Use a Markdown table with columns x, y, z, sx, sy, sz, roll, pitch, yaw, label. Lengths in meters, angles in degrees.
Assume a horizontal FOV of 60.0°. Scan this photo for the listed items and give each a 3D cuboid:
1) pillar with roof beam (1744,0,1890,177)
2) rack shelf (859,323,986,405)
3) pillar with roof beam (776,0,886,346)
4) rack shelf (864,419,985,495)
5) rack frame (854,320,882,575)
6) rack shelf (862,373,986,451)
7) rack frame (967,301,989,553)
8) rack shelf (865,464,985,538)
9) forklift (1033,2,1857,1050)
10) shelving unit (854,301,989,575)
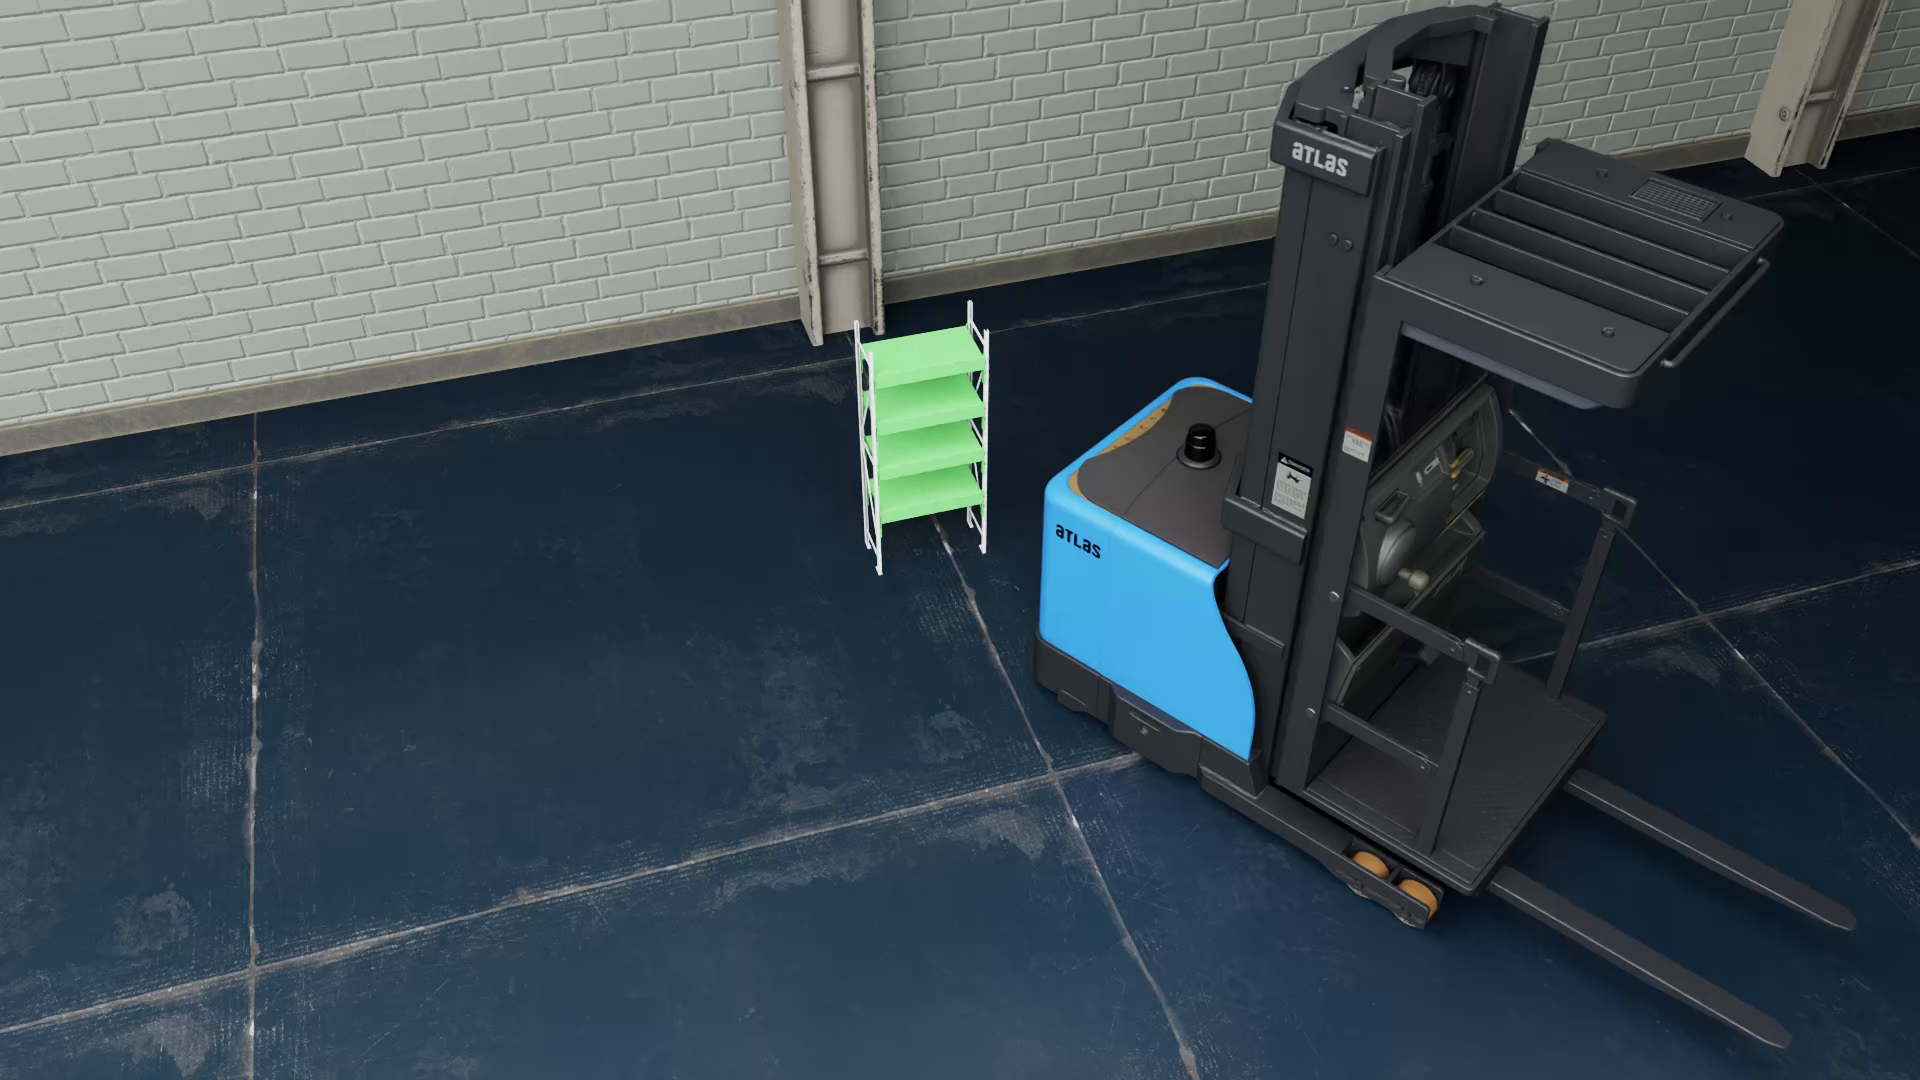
| x | y | z | sx | sy | sz | roll | pitch | yaw | label |
| --- | --- | --- | --- | --- | --- | --- | --- | --- | --- |
| 6.385 | -3.031 | 4.229 | 0.400 | 9.000 | 9.100 | -12 | 42 | -13 | pillar with roof beam |
| -0.158 | -0.732 | 6.894 | 0.480 | 0.148 | 0.258 | -12 | 42 | -13 | rack shelf |
| 0.662 | -1.845 | 2.872 | 0.400 | 9.000 | 9.100 | -12 | 42 | -13 | pillar with roof beam |
| -0.158 | -0.371 | 7.209 | 0.480 | 0.148 | 0.258 | -12 | 42 | -13 | rack shelf |
| -0.391 | -0.371 | 7.112 | 0.015 | 1.200 | 0.240 | -12 | 42 | -13 | rack frame |
| -0.158 | -0.552 | 7.051 | 0.480 | 0.148 | 0.258 | -12 | 42 | -13 | rack shelf |
| 0.075 | -0.467 | 7.223 | 0.015 | 1.200 | 0.240 | -12 | 42 | -13 | rack frame |
| -0.158 | -0.190 | 7.367 | 0.480 | 0.148 | 0.258 | -12 | 42 | -13 | rack shelf |
| 1.746 | -0.107 | 5.495 | 3.031 | 2.935 | 1.130 | 30 | 49 | 30 | forklift |
| -0.158 | -0.419 | 7.167 | 0.503 | 1.200 | 0.258 | -12 | 42 | -13 | shelving unit |
